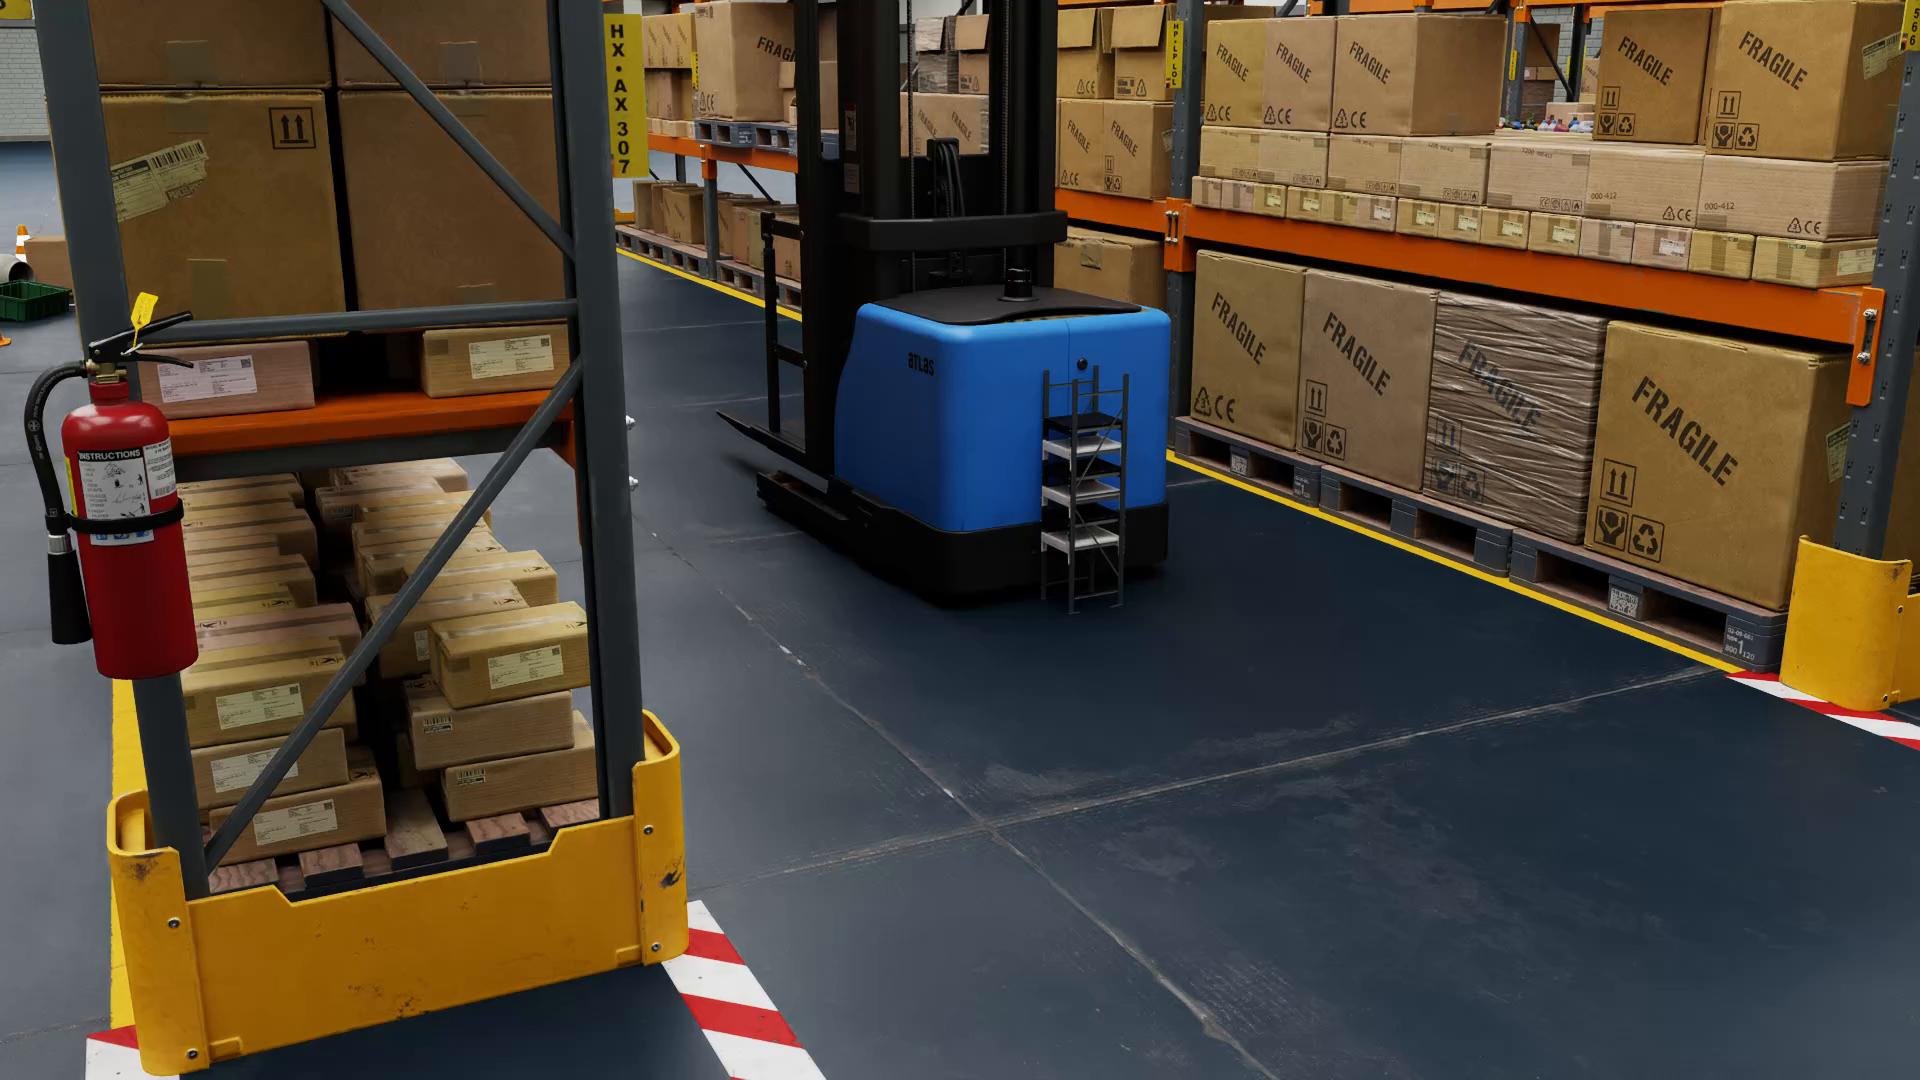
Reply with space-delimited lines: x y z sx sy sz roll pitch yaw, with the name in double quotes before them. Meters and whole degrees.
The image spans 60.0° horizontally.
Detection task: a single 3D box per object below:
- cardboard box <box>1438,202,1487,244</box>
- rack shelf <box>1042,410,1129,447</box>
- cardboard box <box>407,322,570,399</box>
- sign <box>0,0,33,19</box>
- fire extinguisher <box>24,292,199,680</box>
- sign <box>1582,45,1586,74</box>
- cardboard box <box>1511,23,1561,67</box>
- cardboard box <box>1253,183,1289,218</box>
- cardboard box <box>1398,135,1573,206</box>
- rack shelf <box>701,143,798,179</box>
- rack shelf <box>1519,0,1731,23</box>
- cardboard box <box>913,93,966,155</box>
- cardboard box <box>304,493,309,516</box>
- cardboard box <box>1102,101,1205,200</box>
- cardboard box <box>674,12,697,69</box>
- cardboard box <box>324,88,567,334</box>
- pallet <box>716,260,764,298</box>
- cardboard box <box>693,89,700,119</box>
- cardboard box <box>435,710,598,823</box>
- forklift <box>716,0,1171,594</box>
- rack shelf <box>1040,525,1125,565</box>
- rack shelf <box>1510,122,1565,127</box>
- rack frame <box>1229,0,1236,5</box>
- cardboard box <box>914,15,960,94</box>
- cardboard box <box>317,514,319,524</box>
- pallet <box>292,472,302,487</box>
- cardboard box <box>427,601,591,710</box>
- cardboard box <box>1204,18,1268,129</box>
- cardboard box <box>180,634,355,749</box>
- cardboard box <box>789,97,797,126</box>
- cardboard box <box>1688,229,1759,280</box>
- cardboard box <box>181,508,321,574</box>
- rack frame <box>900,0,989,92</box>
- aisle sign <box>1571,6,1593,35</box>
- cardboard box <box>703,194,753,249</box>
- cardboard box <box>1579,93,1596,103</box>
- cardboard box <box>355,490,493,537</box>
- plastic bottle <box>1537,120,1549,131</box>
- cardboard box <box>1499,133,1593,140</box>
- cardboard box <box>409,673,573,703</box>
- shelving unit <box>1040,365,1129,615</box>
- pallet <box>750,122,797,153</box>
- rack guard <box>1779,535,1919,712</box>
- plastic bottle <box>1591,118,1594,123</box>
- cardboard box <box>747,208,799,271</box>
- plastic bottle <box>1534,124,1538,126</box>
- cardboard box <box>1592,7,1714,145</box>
"cardboard box" 2.198 -1.310 6.833 0.380 0.149 0.250 -7 18 -24
"rack shelf" 0.467 -0.418 6.218 0.258 0.077 0.200 -8 18 -27
"cardboard box" -1.030 -0.428 3.759 0.380 0.149 0.250 -8 18 -25
"sign" -1.691 -1.075 2.887 0.100 0.325 0.005 -8 18 -25
"fire extinguisher" -1.488 -0.094 2.957 0.296 0.674 0.183 -8 18 -25
"sign" 7.453 -5.761 19.933 0.100 0.325 0.005 -8 18 -25
"cardboard box" 6.769 -5.956 20.033 0.700 0.500 0.500 -8 18 -25
"cardboard box" 1.629 -1.630 7.949 0.380 0.149 0.250 -7 17 -23
"cardboard box" 2.192 -1.543 6.921 0.500 0.250 0.500 -8 18 -25
"rack shelf" -1.061 -3.137 14.048 1.077 0.370 4.000 -8 18 -25
"rack shelf" 7.846 -5.775 17.802 1.077 0.370 4.000 -8 18 -25
"cardboard box" 0.011 -2.754 11.227 0.500 0.500 0.500 -8 18 -26
"cardboard box" -2.419 -0.121 6.643 0.380 0.149 0.250 -7 17 -23
"cardboard box" 1.117 -2.126 9.039 0.500 0.500 0.500 -8 18 -25
"cardboard box" -2.382 -4.728 15.757 0.500 0.500 0.500 -8 18 -25
"cardboard box" -1.131 -0.764 3.756 0.500 0.500 0.500 -7 17 -22
"pallet" -1.595 -2.445 15.389 1.003 0.211 1.213 -8 18 -25
"cardboard box" -2.079 -4.289 16.037 0.875 0.500 0.500 -8 18 -25
"cardboard box" -1.125 0.571 4.229 0.380 0.149 0.250 -7 18 -24
"forklift" -0.295 -1.562 7.381 1.130 2.935 3.031 -8 18 -27
"rack shelf" 0.467 0.015 6.342 0.258 0.077 0.200 -8 18 -27
"rack shelf" 7.846 -4.333 18.216 1.077 0.370 4.000 -8 18 -25
"rack frame" 2.515 -4.577 17.762 1.000 3.000 0.127 -8 18 -25
"cardboard box" 0.121 -3.334 11.430 0.797 0.503 0.637 -7 17 -23
"cardboard box" -1.999 -0.022 5.756 0.380 0.149 0.250 -9 18 -28
"pallet" -3.278 -0.273 7.820 1.003 0.211 1.213 -8 18 -25
"cardboard box" -1.107 0.283 4.156 0.380 0.149 0.250 -9 18 -27
"cardboard box" 1.547 -2.277 8.119 0.500 0.500 0.500 -8 18 -25
"cardboard box" -1.643 0.353 3.911 0.380 0.149 0.250 -7 18 -24
"cardboard box" -1.158 -3.505 13.508 0.396 0.266 0.258 -8 18 -26
"cardboard box" 2.752 -0.995 5.736 0.380 0.149 0.250 -7 18 -24
"cardboard box" -2.169 0.025 5.056 0.380 0.149 0.250 -8 18 -27
"rack frame" -0.185 -2.987 12.220 1.000 3.000 0.127 -8 18 -25
"aisle sign" 9.367 -7.997 24.968 0.394 0.787 0.004 -8 18 -25
"cardboard box" -2.334 -3.224 16.818 0.500 0.500 0.500 -2 16 -7
"cardboard box" 9.597 -6.544 24.853 0.500 0.250 0.500 -8 18 -27
"cardboard box" -1.702 -0.041 5.285 0.380 0.149 0.250 -7 18 -24
"plastic bottle" 4.555 -3.140 12.988 0.097 0.271 0.097 0 16 0
"cardboard box" 2.668 -1.607 7.147 0.500 0.250 0.500 -8 18 -26
"cardboard box" -1.251 0.361 4.422 0.380 0.149 0.250 -8 18 -25
"shelving unit" 0.467 -0.190 6.283 0.258 0.900 0.210 -8 18 -27
"pallet" -1.089 -3.380 13.940 1.003 0.211 1.213 -8 18 -25
"rack guard" 3.330 0.204 5.632 1.175 0.500 0.348 -8 18 -25
"plastic bottle" 5.134 -3.290 13.511 0.097 0.271 0.097 0 16 0
"cardboard box" -1.496 -2.713 15.001 0.700 0.500 0.500 -8 18 -25
"plastic bottle" 4.862 -3.410 14.056 0.097 0.201 0.097 0 16 0
"cardboard box" 2.901 -1.838 6.590 0.500 0.500 0.500 -8 18 -26
